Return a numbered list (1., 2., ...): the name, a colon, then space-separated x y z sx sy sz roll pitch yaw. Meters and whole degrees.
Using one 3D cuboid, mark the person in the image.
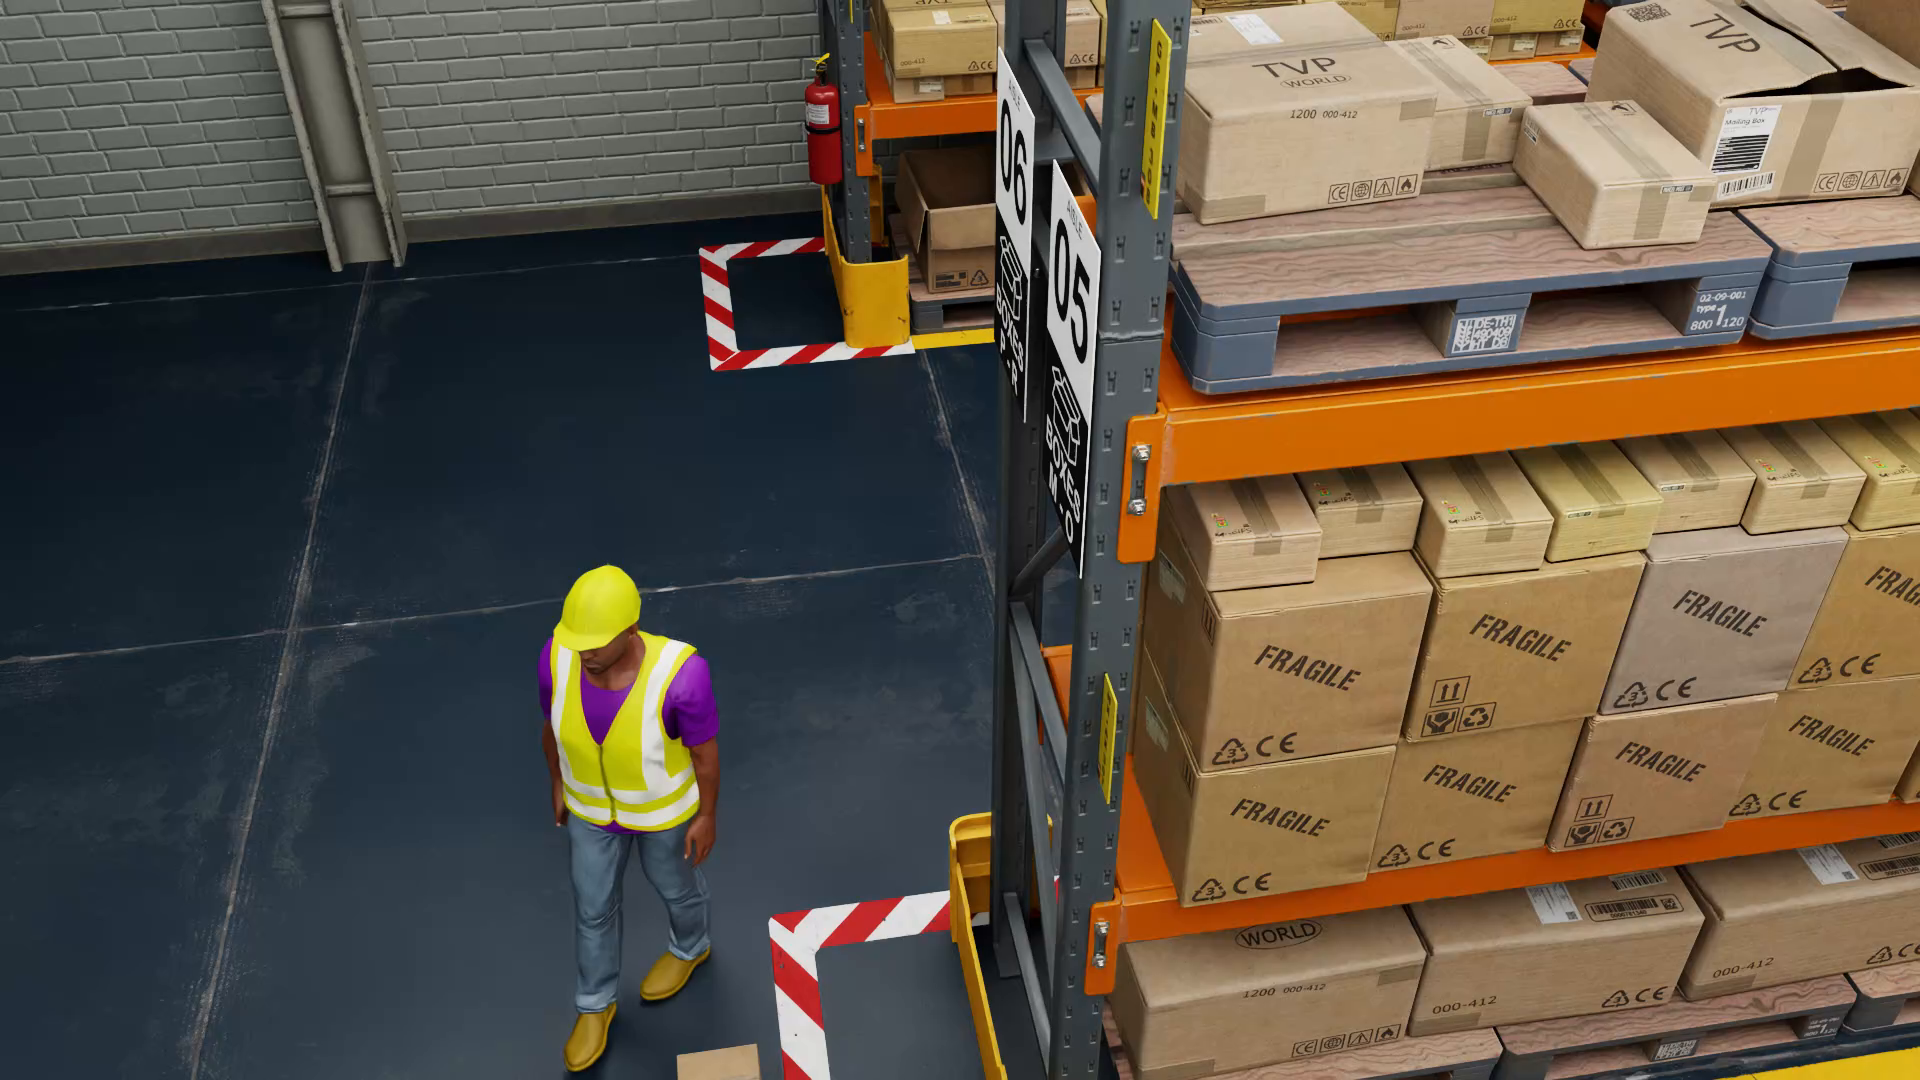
1. person: -1.006 0.883 5.017 0.574 1.762 0.613 4 39 5
